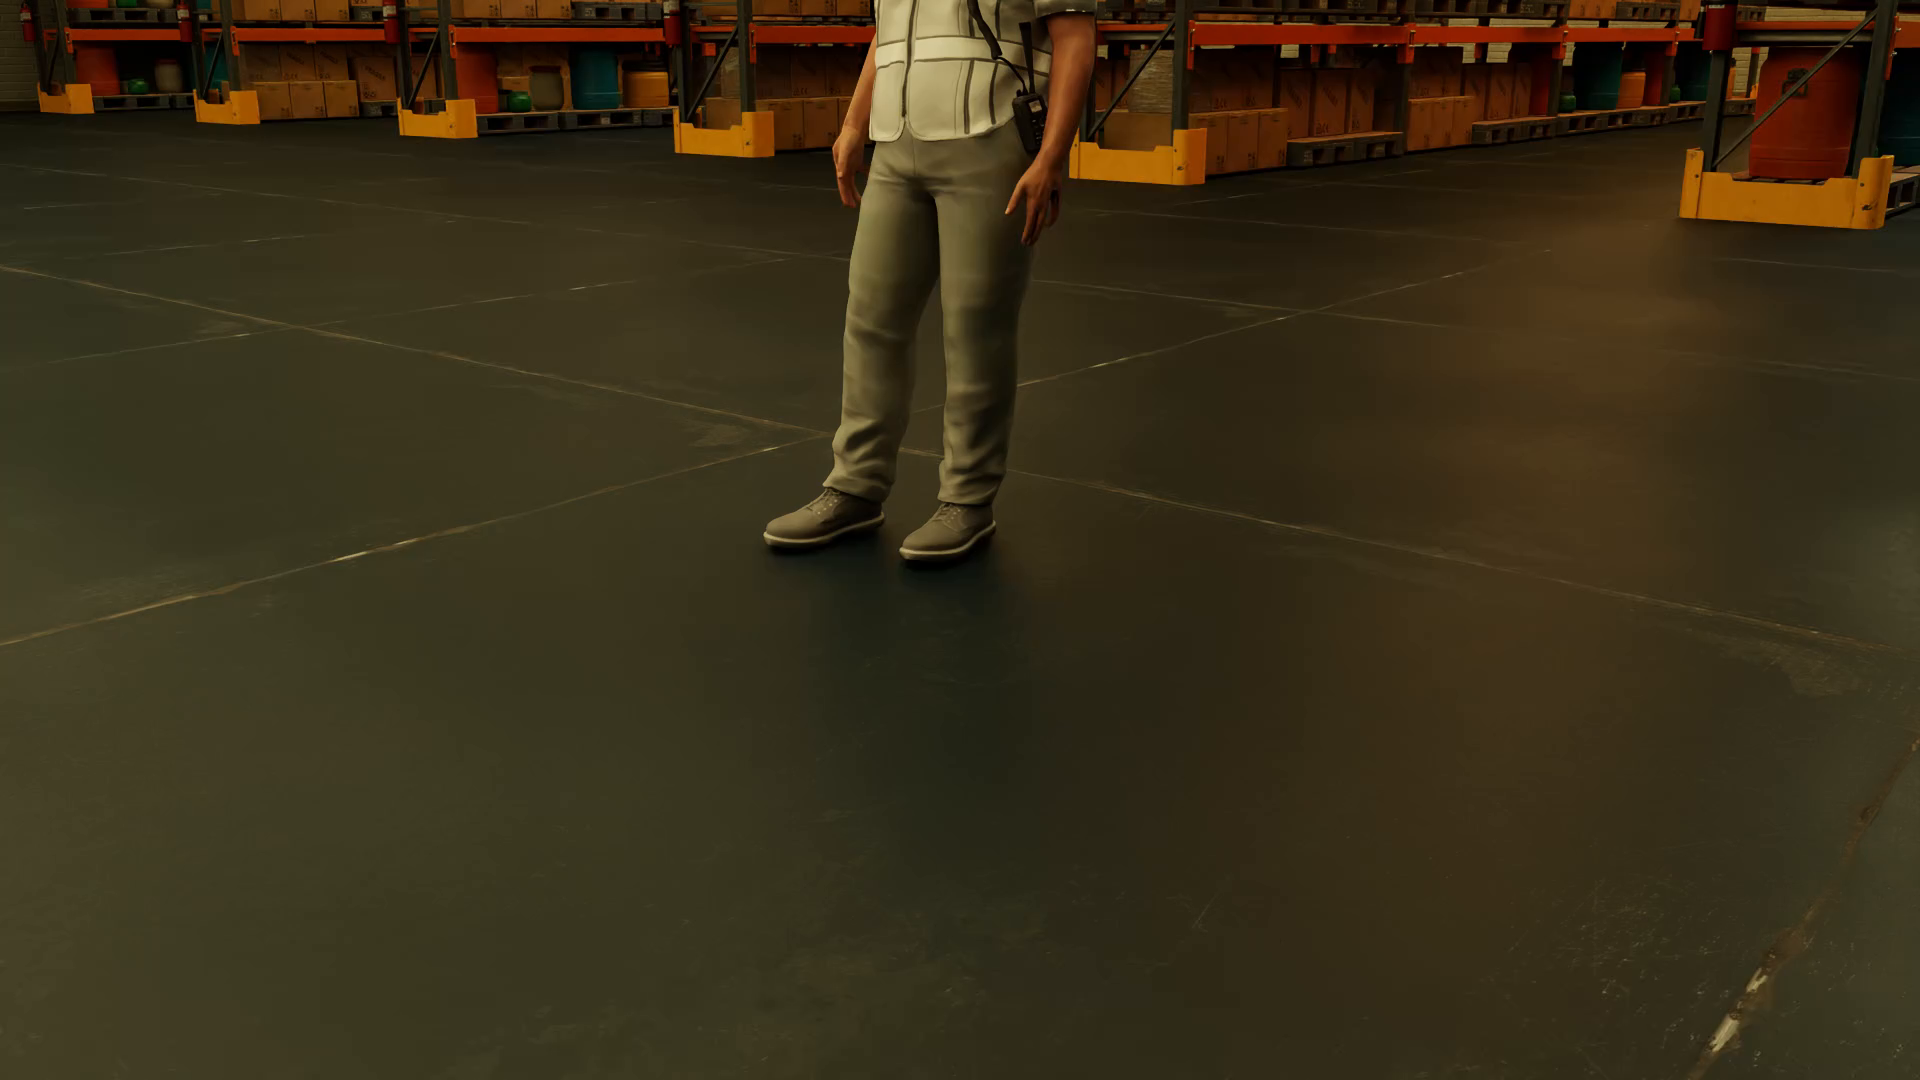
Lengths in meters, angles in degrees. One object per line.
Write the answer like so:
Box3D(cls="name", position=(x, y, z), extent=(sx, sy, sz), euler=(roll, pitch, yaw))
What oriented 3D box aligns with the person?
Box3D(cls="person", position=(-0.059, -0.844, 3.631), extent=(0.640, 1.781, 0.575), euler=(13, 21, 37))
